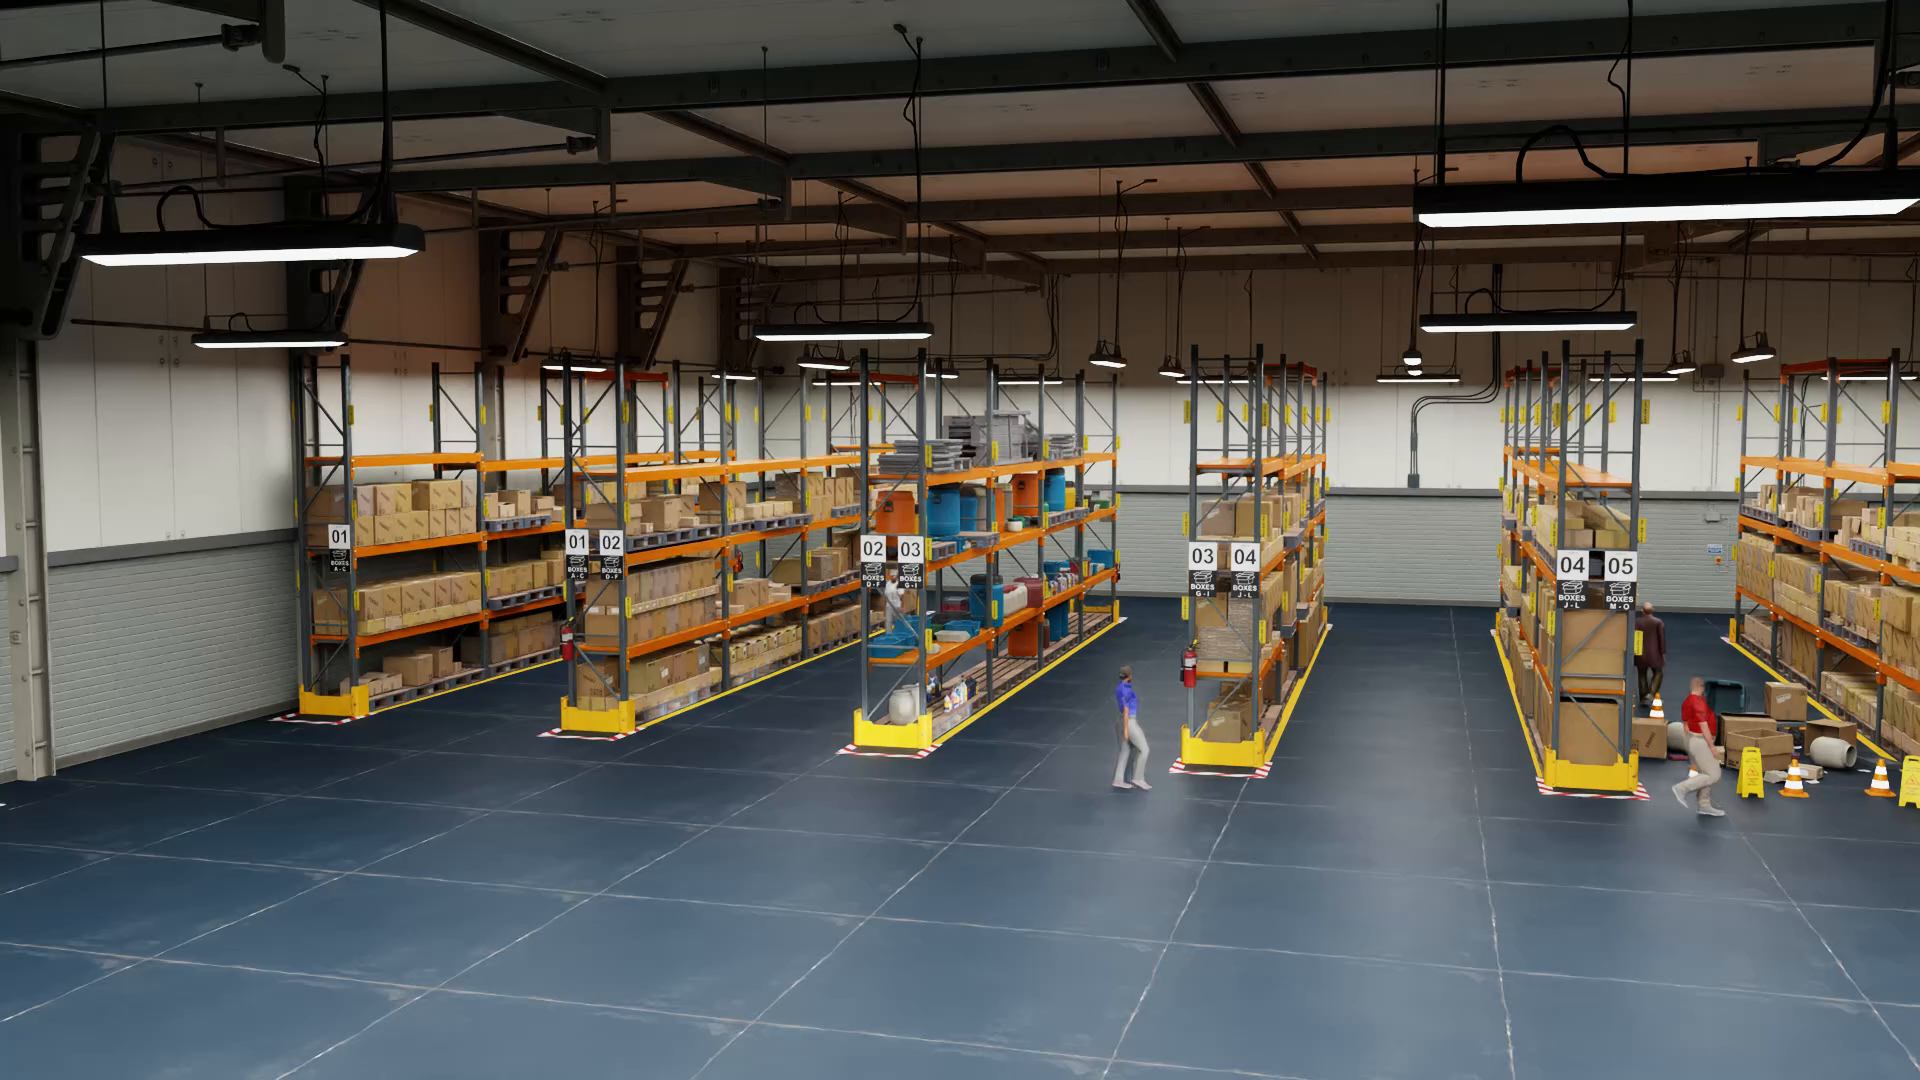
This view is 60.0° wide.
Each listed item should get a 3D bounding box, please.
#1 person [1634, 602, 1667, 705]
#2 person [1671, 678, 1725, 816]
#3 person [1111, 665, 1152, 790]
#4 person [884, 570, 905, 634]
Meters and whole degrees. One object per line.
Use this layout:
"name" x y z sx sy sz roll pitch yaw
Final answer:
"person" 11.882 1.966 28.742 0.619 1.776 0.608 2 5 24
"person" 9.228 2.582 20.772 0.666 1.716 0.585 1 4 9
"person" 2.289 2.512 22.318 0.505 1.681 0.471 -1 4 -16
"person" -1.434 1.451 36.251 0.504 1.628 1.033 1 4 13
